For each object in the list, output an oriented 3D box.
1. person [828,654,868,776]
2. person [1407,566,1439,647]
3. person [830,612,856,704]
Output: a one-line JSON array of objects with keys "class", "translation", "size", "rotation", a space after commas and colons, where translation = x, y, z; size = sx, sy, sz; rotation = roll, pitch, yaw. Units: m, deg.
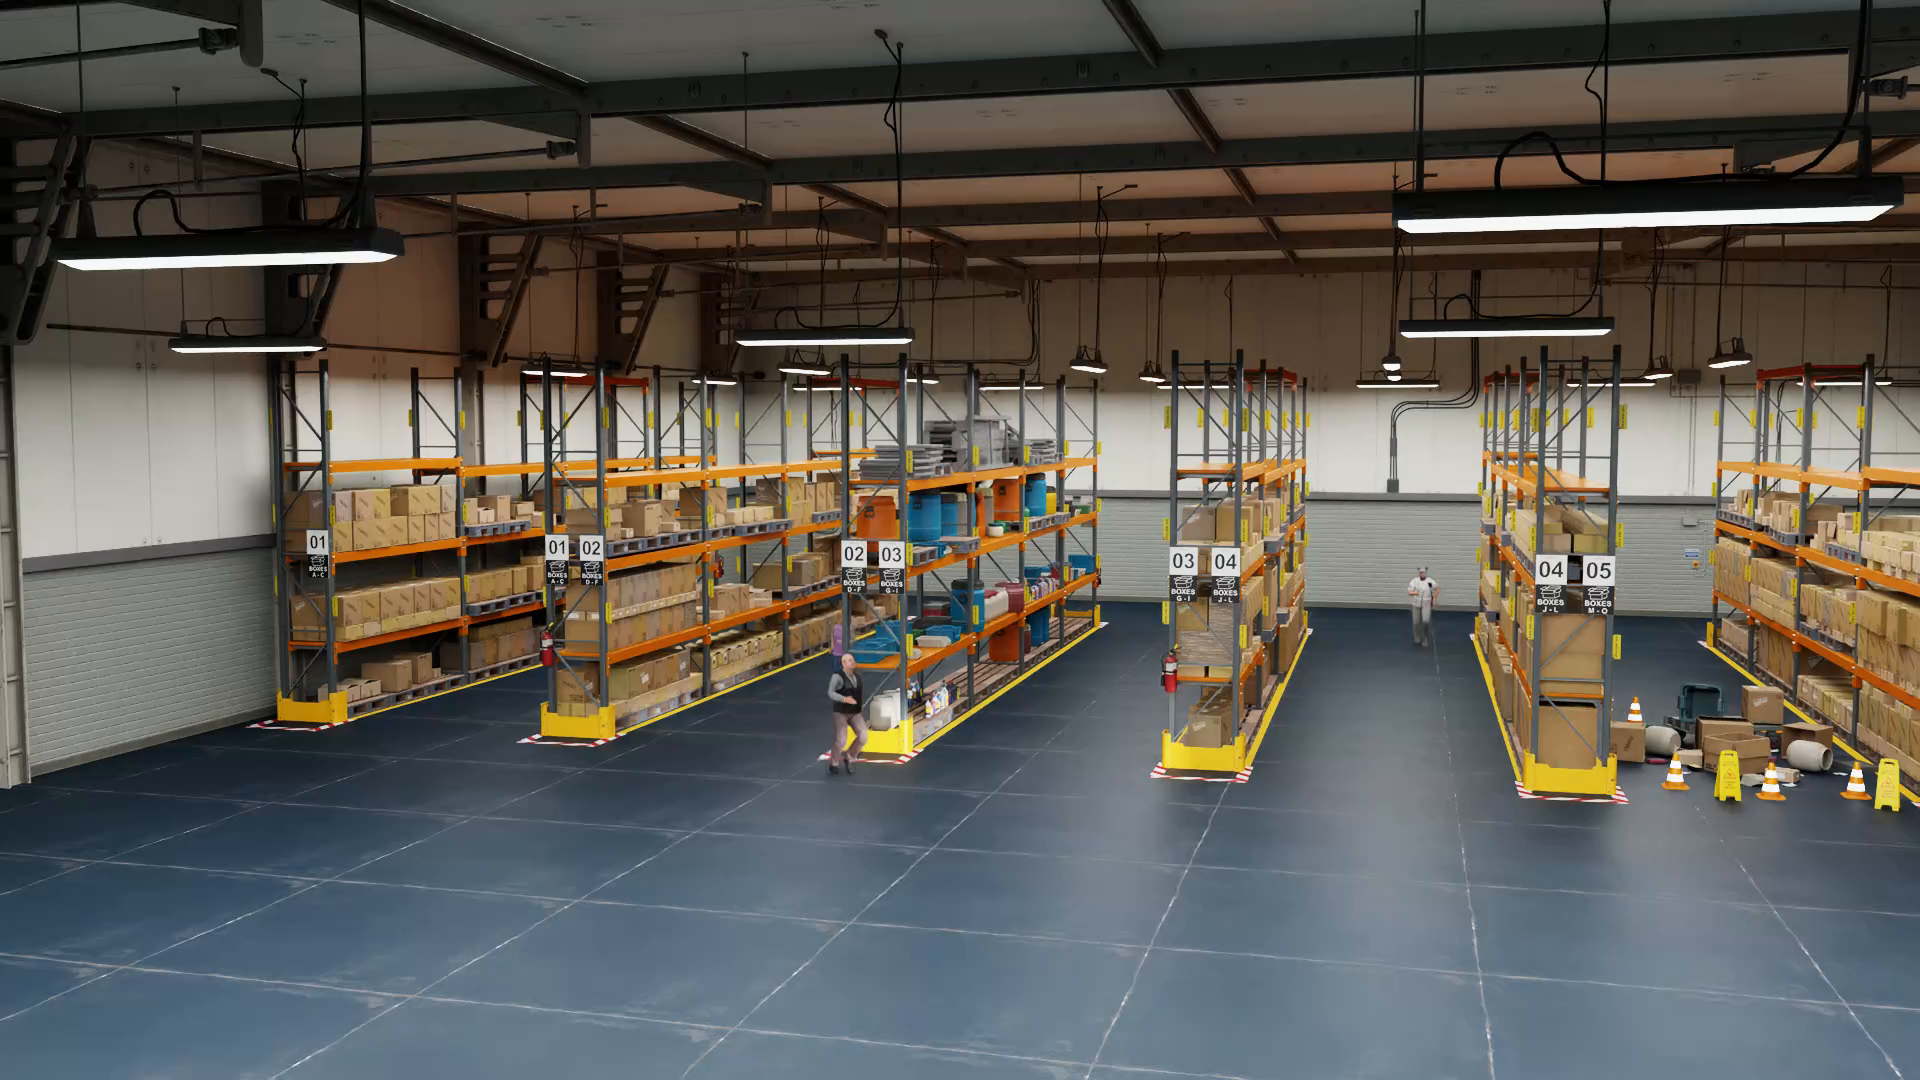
[{"class": "person", "translation": [-1.558, 2.465, 23.460], "size": [0.662, 1.716, 0.634], "rotation": [-3, 5, -39]}, {"class": "person", "translation": [10.259, 1.474, 36.890], "size": [0.661, 1.811, 0.755], "rotation": [1, 4, 19]}, {"class": "person", "translation": [-2.076, 2.077, 29.428], "size": [0.510, 1.642, 0.733], "rotation": [1, 4, 11]}]
